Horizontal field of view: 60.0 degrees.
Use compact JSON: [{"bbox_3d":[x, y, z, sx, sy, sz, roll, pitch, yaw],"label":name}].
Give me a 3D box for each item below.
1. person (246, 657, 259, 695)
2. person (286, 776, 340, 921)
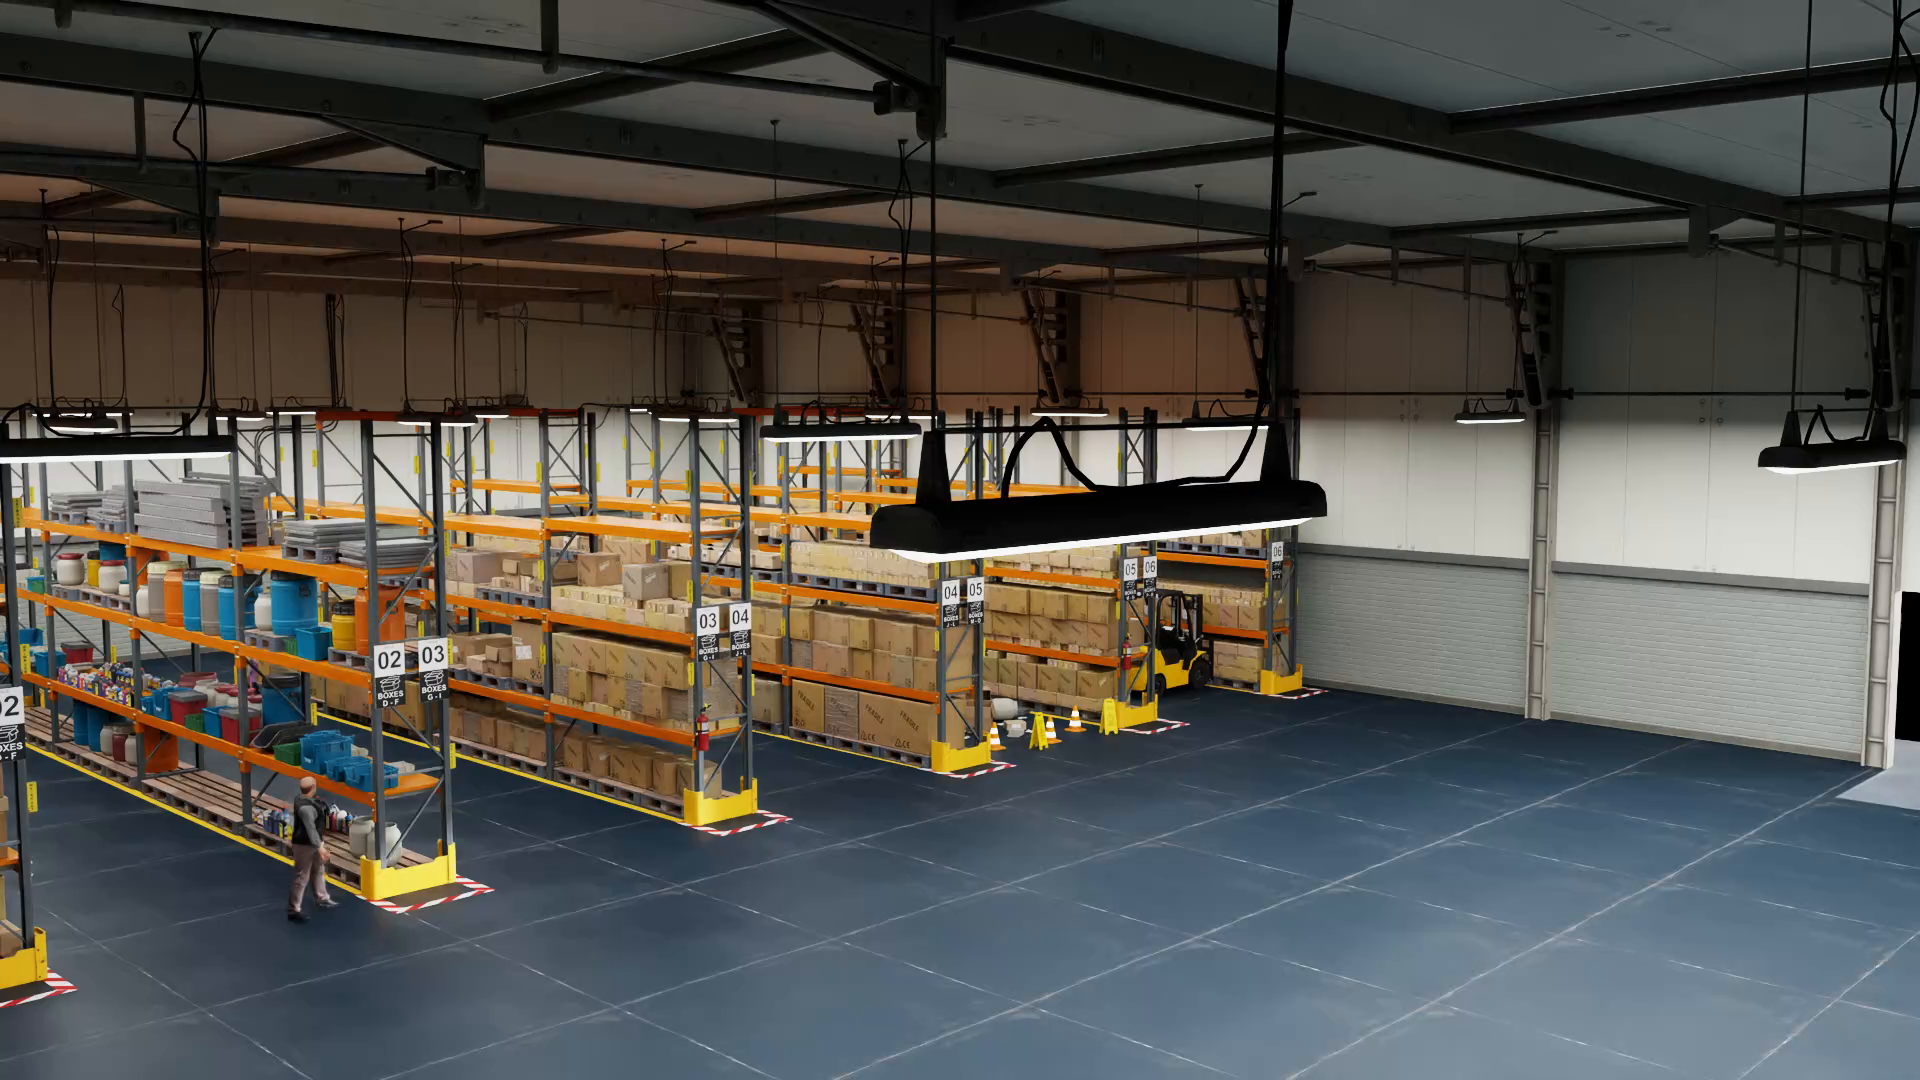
[{"bbox_3d":[-13.501,2.721,31.792,0.526,1.596,0.452,-4,6,-38],"label":"person"},{"bbox_3d":[-7.865,3.702,20.152,0.586,1.735,0.689,-2,5,-17],"label":"person"}]
